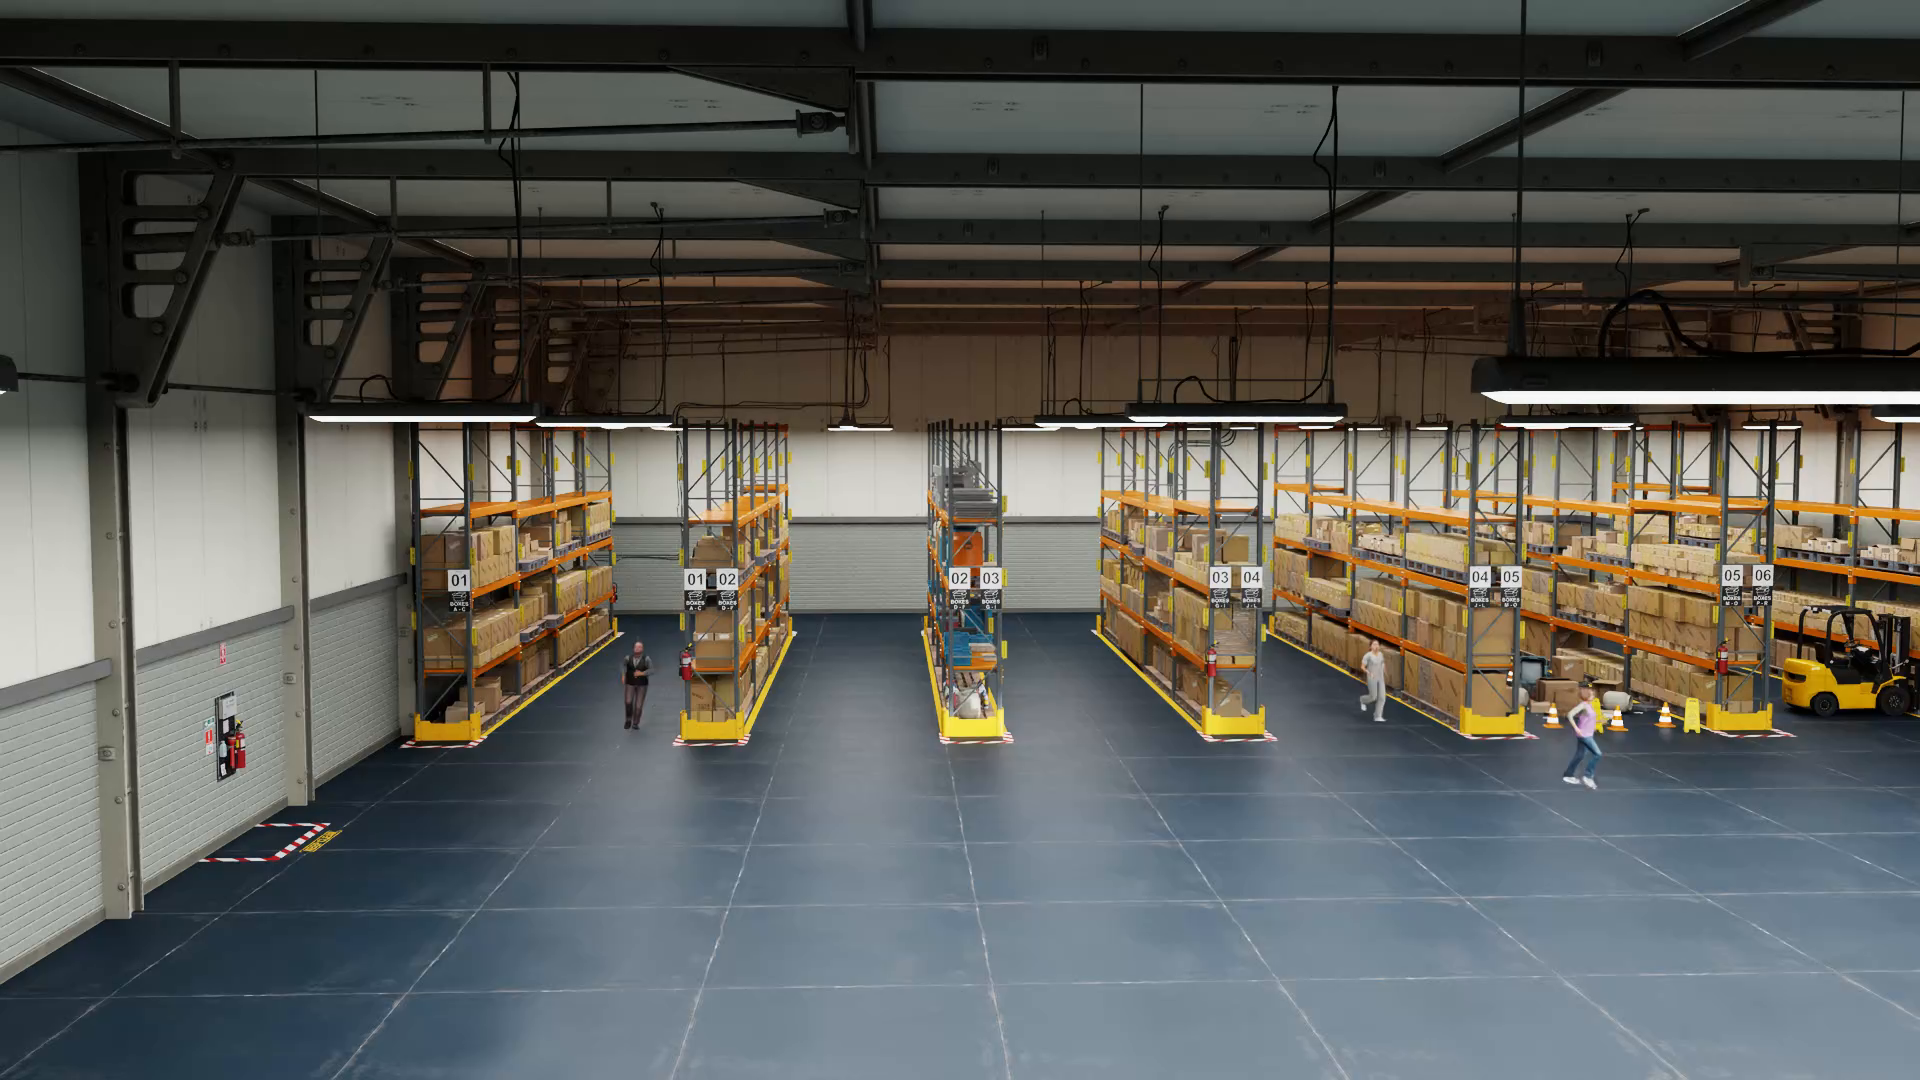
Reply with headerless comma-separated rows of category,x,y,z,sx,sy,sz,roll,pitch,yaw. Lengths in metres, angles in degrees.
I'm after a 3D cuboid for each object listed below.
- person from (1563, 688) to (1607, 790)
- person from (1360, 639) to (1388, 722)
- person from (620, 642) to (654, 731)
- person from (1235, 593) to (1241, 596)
person,10.098,3.199,26.868,0.663,1.621,0.515,2,4,27
person,8.292,2.798,33.210,0.581,1.613,0.806,-1,4,-16
person,-6.236,2.825,32.091,0.659,1.693,0.647,-1,4,-8
person,7.720,1.873,48.119,0.830,1.574,0.472,3,5,44
